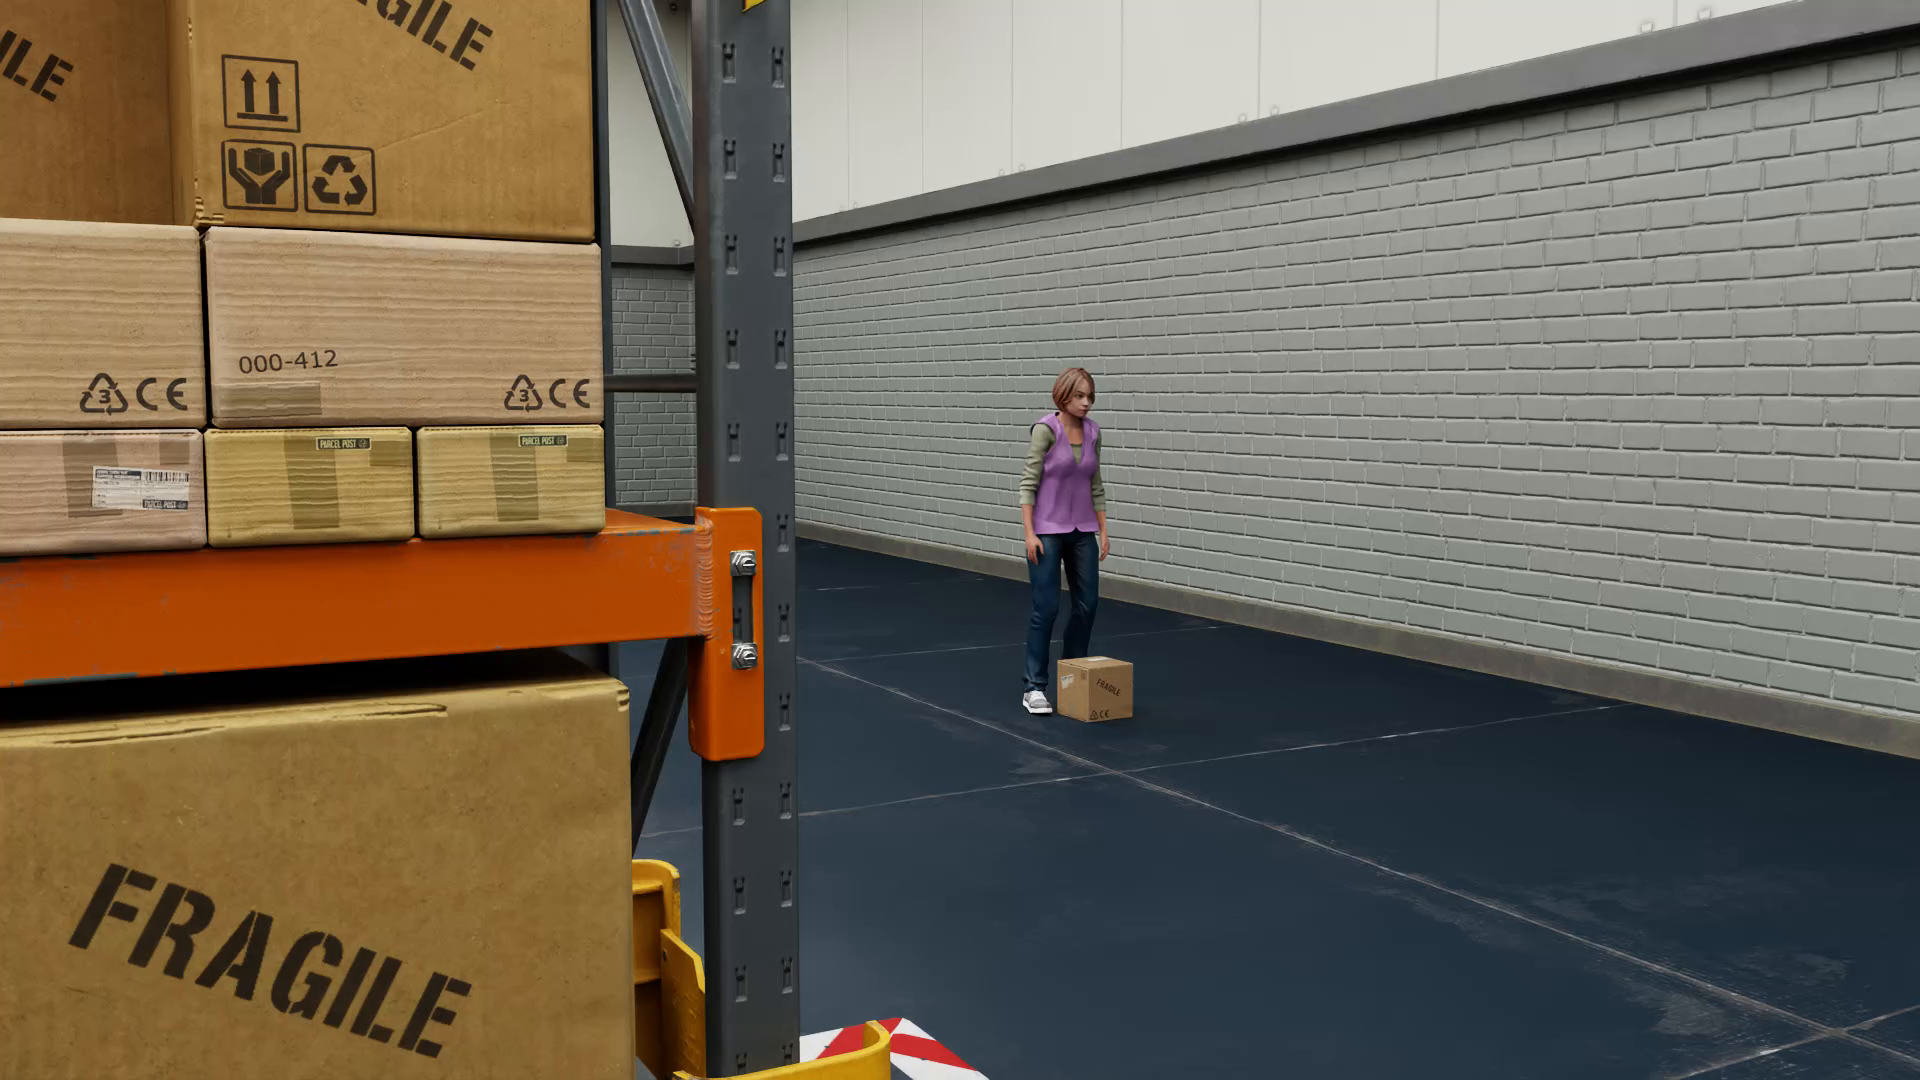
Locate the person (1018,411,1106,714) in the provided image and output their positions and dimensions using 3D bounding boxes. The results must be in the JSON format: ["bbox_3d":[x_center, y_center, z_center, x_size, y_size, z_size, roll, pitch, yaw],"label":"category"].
[{"bbox_3d":[0.489,0.097,7.786,0.460,1.388,0.338,-3,6,-28],"label":"person"}]
